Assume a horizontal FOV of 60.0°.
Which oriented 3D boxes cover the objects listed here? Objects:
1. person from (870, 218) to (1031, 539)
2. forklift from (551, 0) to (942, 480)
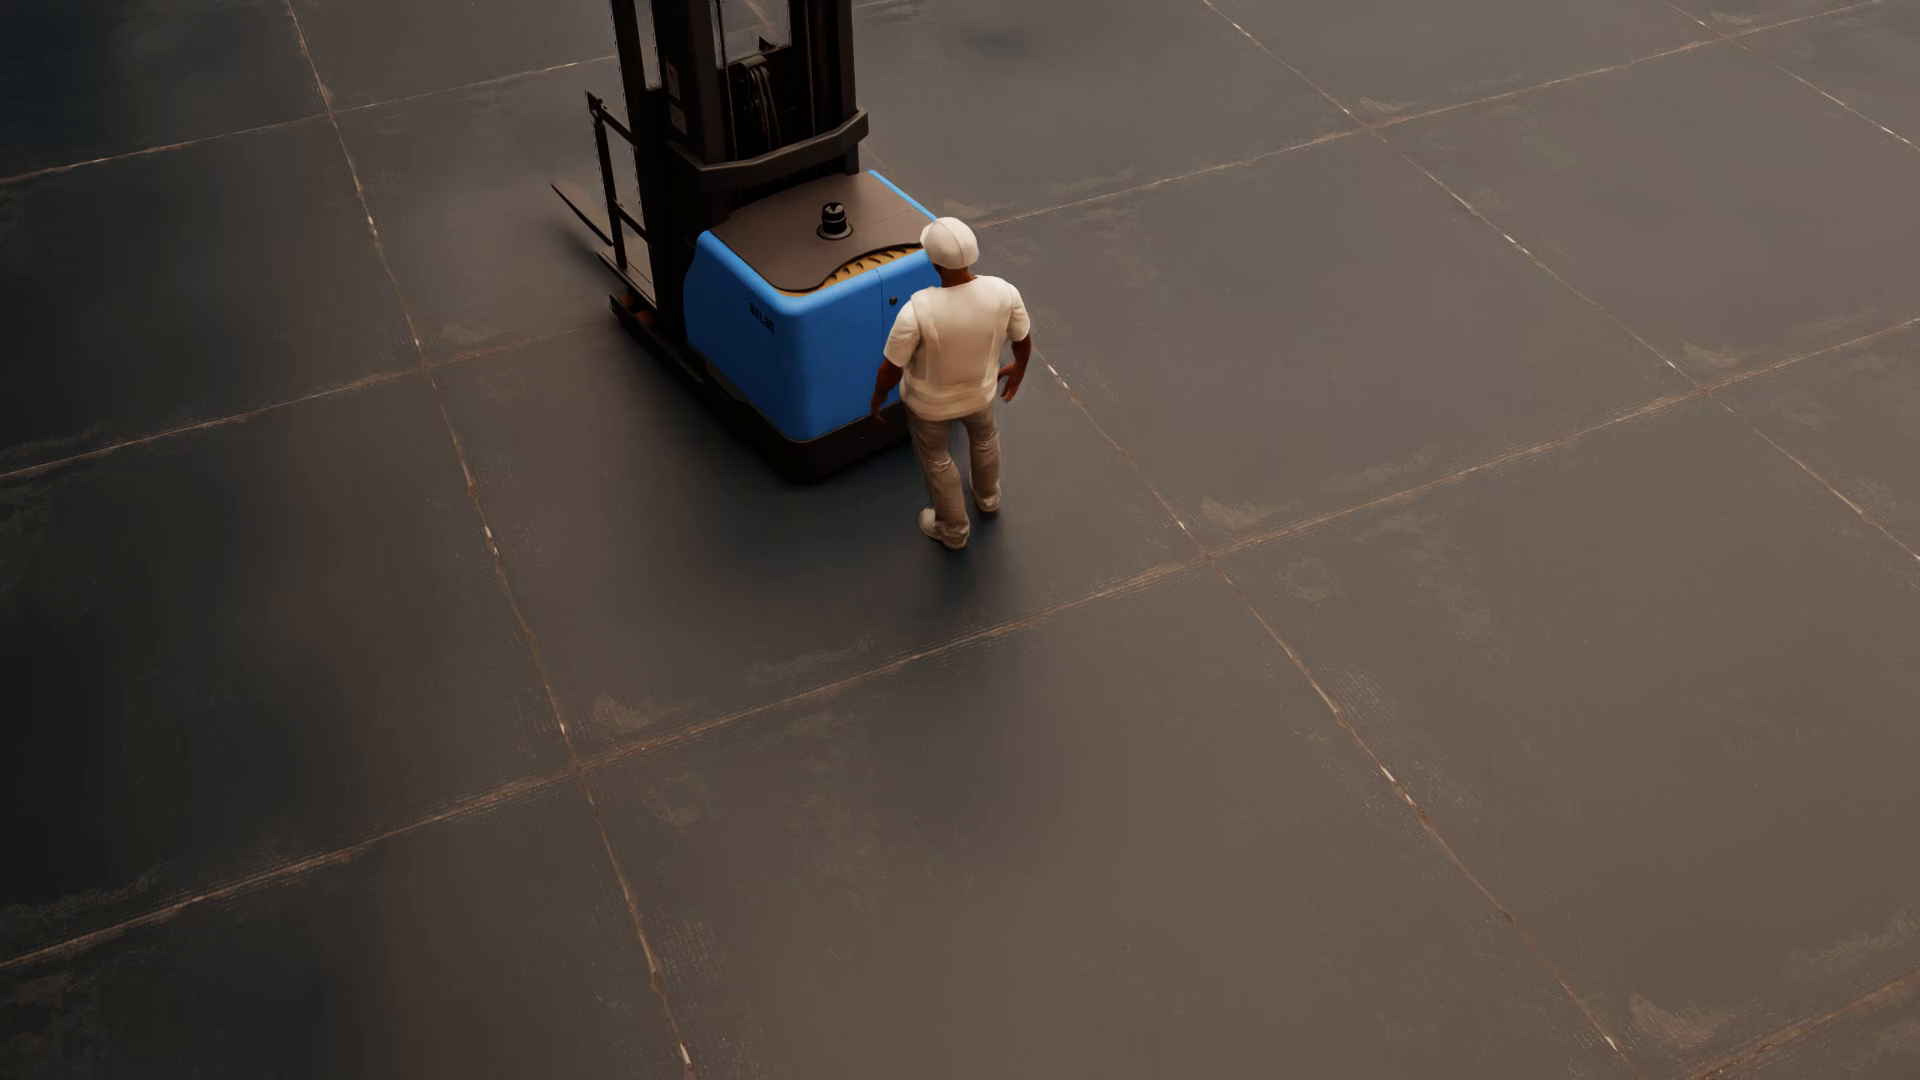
[{"bbox_3d":[-0.034,-0.689,7.253,0.708,1.683,0.422,-15,45,-15],"label":"person"},{"bbox_3d":[-1.243,-2.322,8.168,1.130,2.935,3.031,-26,49,-26],"label":"forklift"}]
